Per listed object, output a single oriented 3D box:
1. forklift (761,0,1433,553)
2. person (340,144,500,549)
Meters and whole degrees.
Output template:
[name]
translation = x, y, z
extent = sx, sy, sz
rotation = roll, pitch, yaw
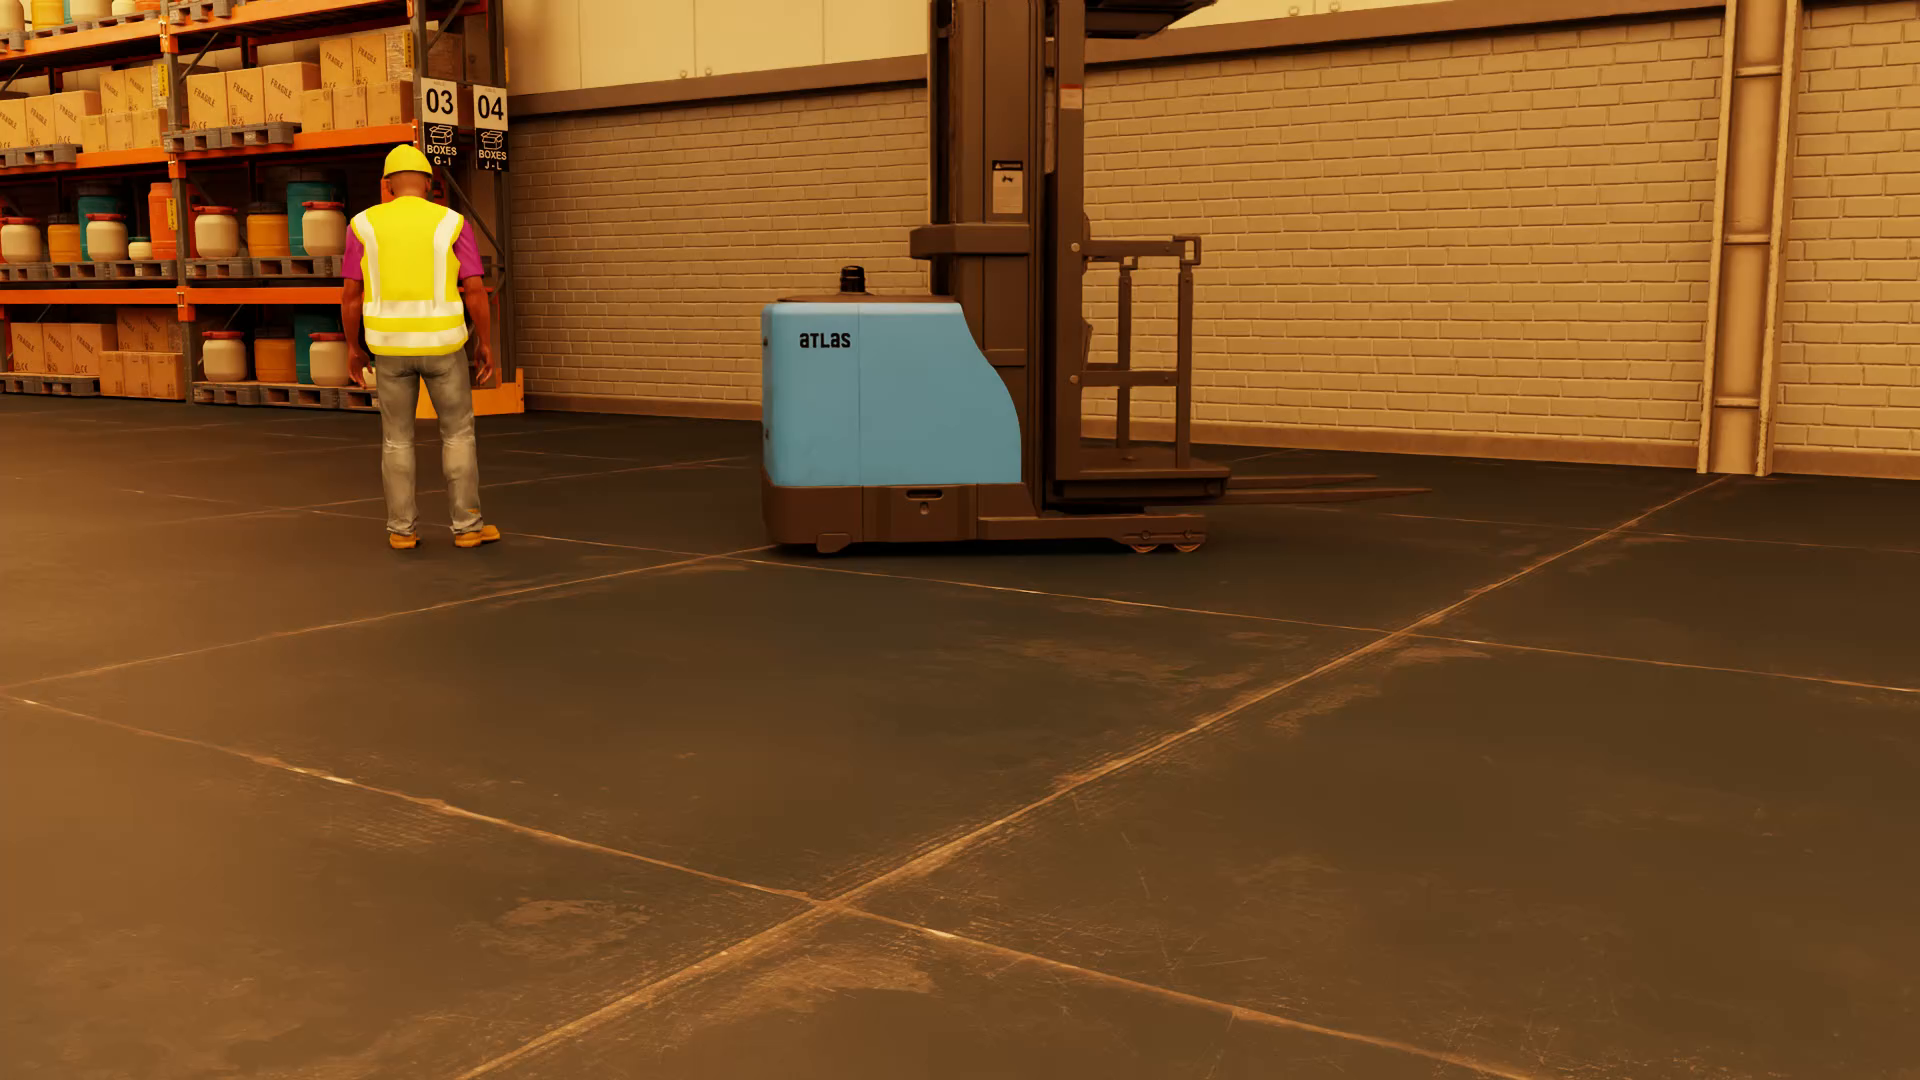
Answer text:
[forklift]
translation = 0.624, -1.469, 7.521
extent = 3.031, 2.935, 1.130
rotation = -1, 8, -9
[person]
translation = -2.381, -0.848, 7.330
extent = 0.630, 1.759, 0.461
rotation = -1, 8, -8
